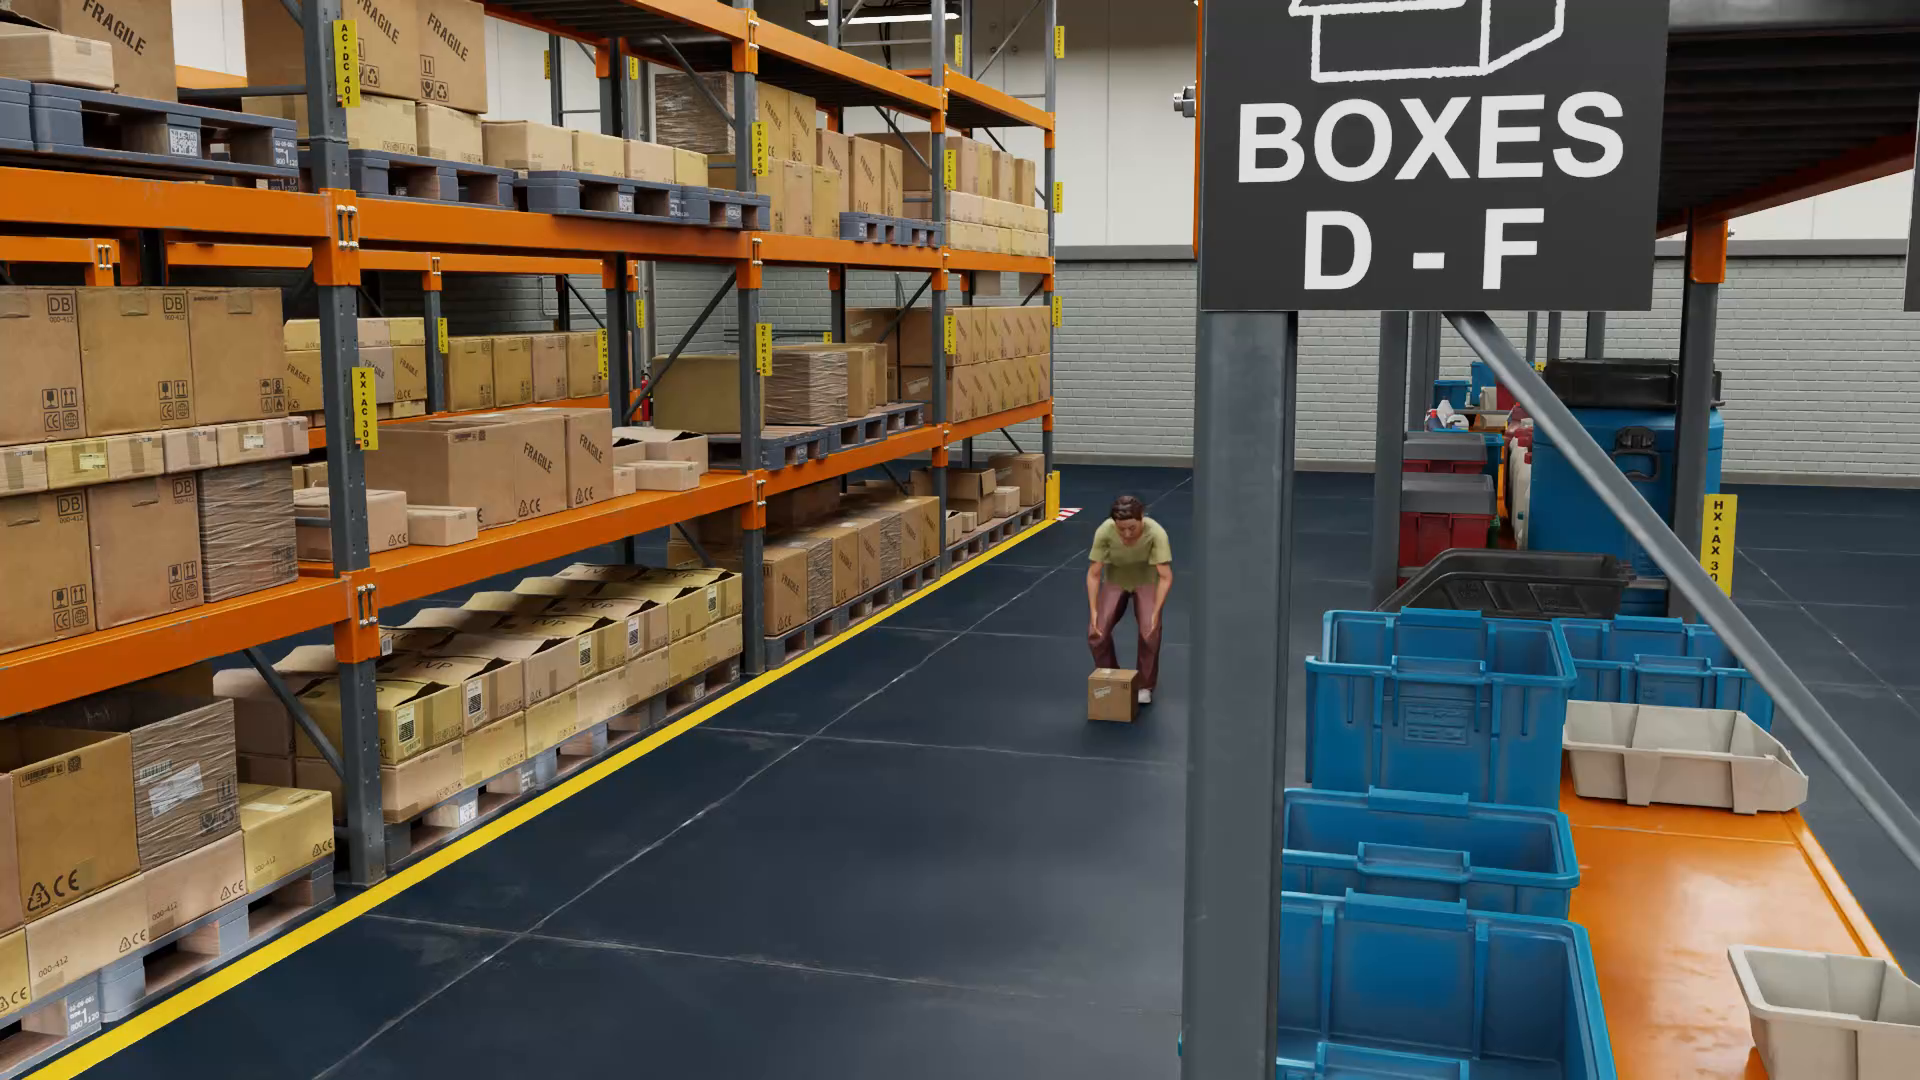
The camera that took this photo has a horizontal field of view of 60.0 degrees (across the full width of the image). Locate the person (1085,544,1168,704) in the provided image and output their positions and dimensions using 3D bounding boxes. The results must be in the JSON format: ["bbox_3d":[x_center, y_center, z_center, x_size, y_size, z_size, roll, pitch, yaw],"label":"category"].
[{"bbox_3d":[1.015,0.479,9.928,0.496,0.998,0.781,2,9,16],"label":"person"}]
